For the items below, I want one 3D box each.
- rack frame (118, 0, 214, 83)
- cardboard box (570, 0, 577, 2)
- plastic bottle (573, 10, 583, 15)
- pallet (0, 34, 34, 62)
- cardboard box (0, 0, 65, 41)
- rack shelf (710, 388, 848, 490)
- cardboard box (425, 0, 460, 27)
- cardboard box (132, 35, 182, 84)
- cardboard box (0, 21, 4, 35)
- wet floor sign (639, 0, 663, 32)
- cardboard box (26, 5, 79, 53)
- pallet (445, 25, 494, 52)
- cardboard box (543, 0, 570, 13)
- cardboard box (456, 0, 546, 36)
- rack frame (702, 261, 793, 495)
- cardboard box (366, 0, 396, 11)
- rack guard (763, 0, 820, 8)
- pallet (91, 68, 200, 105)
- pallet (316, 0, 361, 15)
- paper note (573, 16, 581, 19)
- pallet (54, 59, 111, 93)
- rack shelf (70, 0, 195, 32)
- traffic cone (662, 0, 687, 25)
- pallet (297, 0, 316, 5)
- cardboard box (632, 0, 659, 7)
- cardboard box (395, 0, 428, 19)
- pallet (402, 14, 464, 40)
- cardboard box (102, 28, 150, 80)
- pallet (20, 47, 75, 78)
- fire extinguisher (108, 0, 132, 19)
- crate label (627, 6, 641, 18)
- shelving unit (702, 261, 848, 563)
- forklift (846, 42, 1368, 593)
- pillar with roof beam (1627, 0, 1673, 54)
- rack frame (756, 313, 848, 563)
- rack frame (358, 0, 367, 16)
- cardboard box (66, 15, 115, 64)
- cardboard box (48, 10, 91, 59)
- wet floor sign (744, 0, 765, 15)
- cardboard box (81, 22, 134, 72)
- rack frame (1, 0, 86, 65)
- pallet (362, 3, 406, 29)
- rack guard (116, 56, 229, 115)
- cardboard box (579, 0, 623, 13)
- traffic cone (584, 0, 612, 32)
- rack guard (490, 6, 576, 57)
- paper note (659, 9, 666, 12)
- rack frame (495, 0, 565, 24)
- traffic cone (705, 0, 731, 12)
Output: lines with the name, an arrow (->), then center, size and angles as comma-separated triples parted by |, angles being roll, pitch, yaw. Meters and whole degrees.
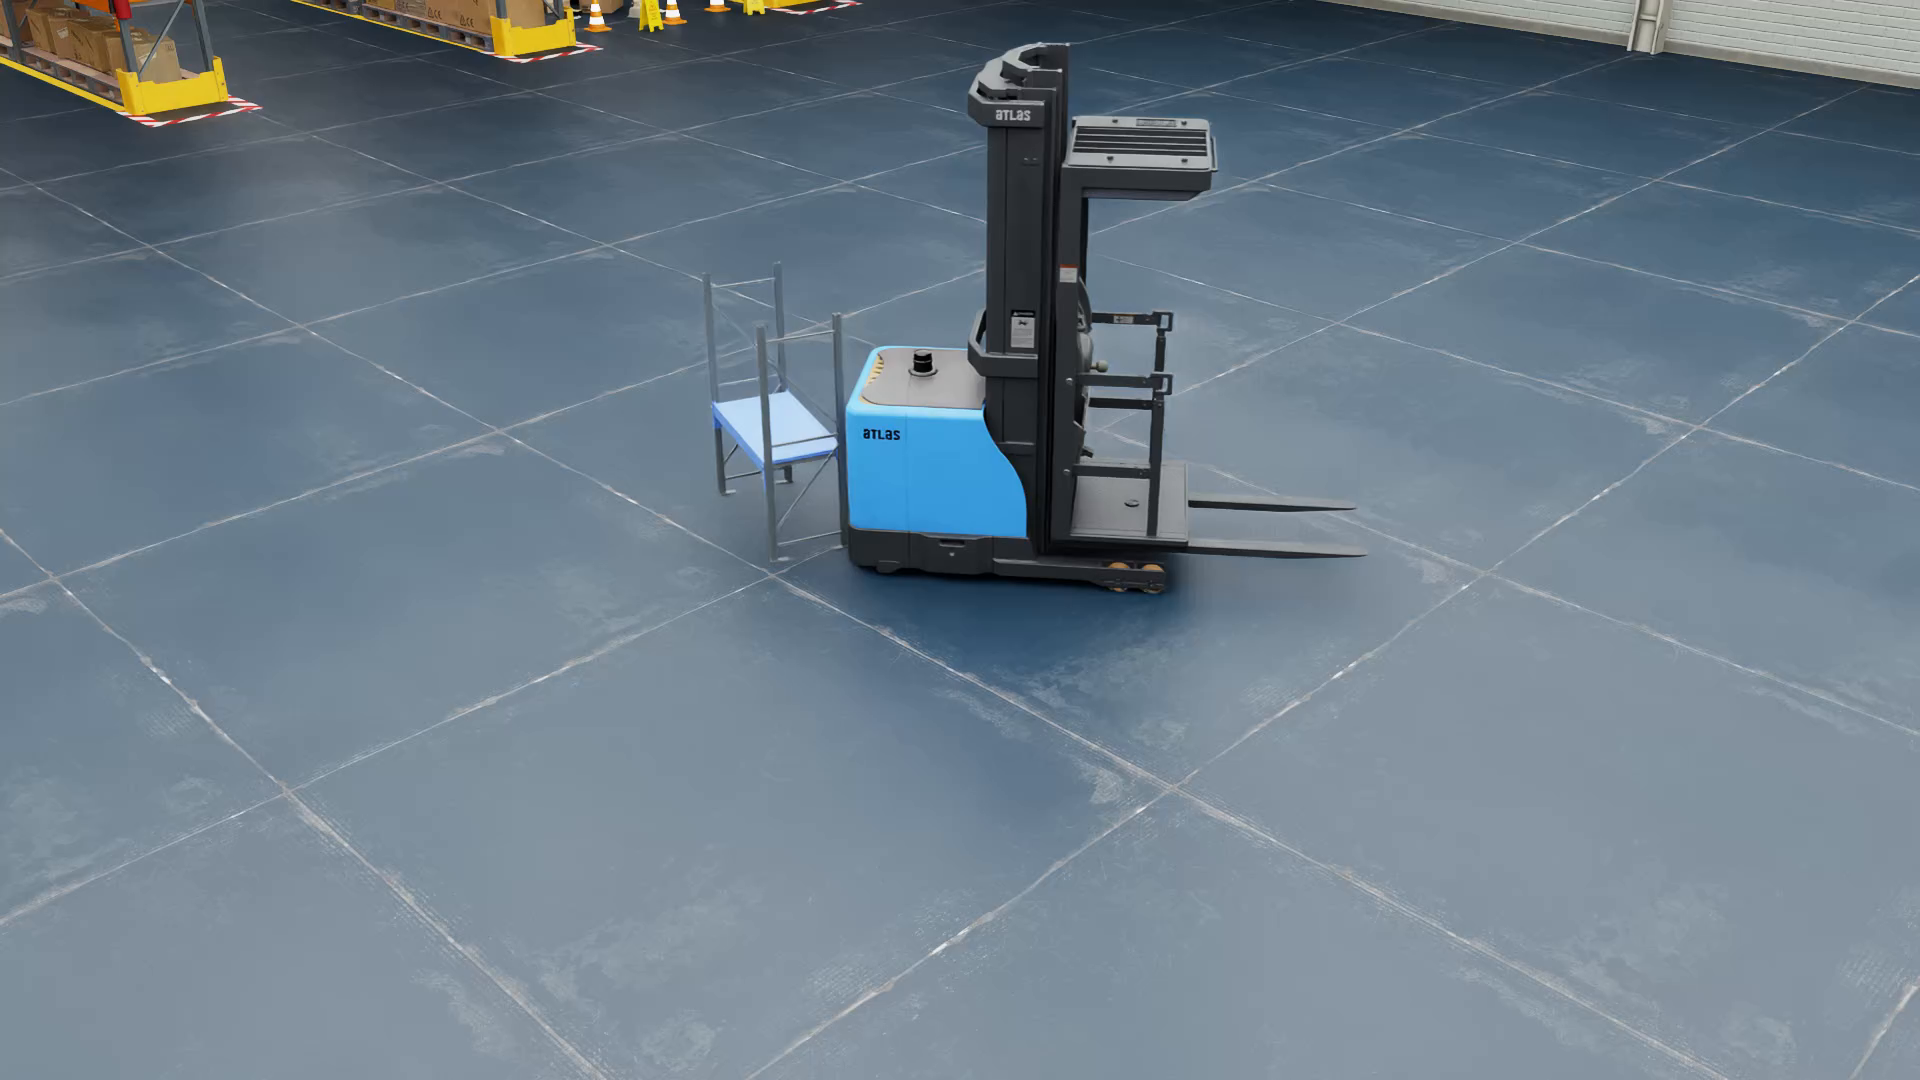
rack frame -> -9.529, -6.627, 19.630 | 0.127, 3.000, 1.000 | 25, 36, 38
cardboard box -> -6.281, -8.906, 26.502 | 0.503, 0.637, 0.797 | 25, 36, 38
plastic bottle -> -5.982, -8.156, 25.695 | 0.283, 0.061, 0.133 | 12, 30, 22
pallet -> -12.937, -6.952, 23.244 | 1.213, 0.211, 1.003 | 25, 36, 38
cardboard box -> -12.804, -7.228, 22.987 | 0.500, 0.500, 0.700 | 21, 34, 35
rack shelf -> -1.125, -0.635, 10.232 | 0.538, 0.185, 1.000 | -12, 30, -22
cardboard box -> -7.138, -7.971, 24.019 | 0.875, 0.875, 0.875 | 24, 36, 38
cardboard box -> -9.962, -5.916, 20.513 | 0.500, 0.500, 0.500 | -18, 33, -30
cardboard box -> -13.131, -7.390, 23.294 | 0.500, 0.500, 0.700 | 24, 36, 38
wet floor sign -> -4.570, -7.846, 24.478 | 0.232, 0.644, 0.267 | 18, 33, 30
cardboard box -> -12.124, -6.868, 22.323 | 0.500, 0.500, 0.500 | 23, 36, 37
pallet -> -6.604, -7.241, 23.794 | 1.213, 0.211, 1.003 | 25, 36, 38
cardboard box -> -6.315, -8.386, 25.912 | 0.396, 0.266, 0.258 | -18, 33, -31
cardboard box -> -6.509, -7.685, 23.474 | 0.875, 0.875, 0.875 | 25, 37, 39
rack frame -> -1.339, -1.008, 10.556 | 0.500, 1.500, 0.032 | -12, 30, -22
cardboard box -> -8.432, -8.562, 25.143 | 0.875, 0.875, 0.875 | -25, 36, -38
rack guard -> -2.635, -8.834, 26.514 | 0.348, 0.500, 1.175 | 25, 36, 38
pallet -> -10.137, -5.695, 20.853 | 1.213, 0.211, 1.003 | 25, 36, 38
pallet -> -9.434, -8.538, 26.261 | 1.213, 0.211, 1.003 | 25, 36, 38
paper note -> -5.877, -7.987, 25.408 | 0.144, 0.017, 0.142 | -13, 30, -22
pallet -> -11.003, -6.093, 21.610 | 1.213, 0.211, 1.003 | 25, 36, 38
rack shelf -> -10.955, -6.961, 21.039 | 4.000, 0.370, 1.077 | 25, 36, 38
traffic cone -> -4.328, -8.026, 25.017 | 0.334, 0.463, 0.336 | 25, 36, 38
pallet -> -10.309, -8.936, 27.018 | 1.213, 0.211, 1.003 | 25, 36, 38
cardboard box -> -4.931, -8.411, 26.087 | 0.380, 0.149, 0.250 | -7, 29, -14
cardboard box -> -7.787, -8.270, 24.586 | 0.875, 0.875, 0.875 | 25, 37, 39
pallet -> -7.470, -7.639, 24.551 | 1.213, 0.211, 1.003 | 25, 36, 38
cardboard box -> -10.412, -6.100, 20.862 | 0.500, 0.500, 0.500 | -15, 31, -27
pallet -> -11.877, -6.491, 22.367 | 1.213, 0.211, 1.003 | 25, 36, 38
fire extinguisher -> -9.770, -6.403, 19.287 | 0.183, 0.674, 0.296 | 25, 36, 38
crate label -> -4.932, -8.118, 25.541 | 0.298, 0.136, 0.250 | 7, 29, 13
shelving unit -> -1.125, -0.794, 10.148 | 0.538, 1.500, 1.048 | -12, 30, -22
forklift -> 0.891, -1.249, 9.477 | 3.031, 2.935, 1.130 | 3, 28, 6
pillar with roof beam -> 6.571, -9.402, 18.461 | 0.400, 9.000, 9.100 | 25, 36, 38
rack frame -> -0.910, -0.579, 9.740 | 0.500, 1.500, 0.032 | -12, 30, -22
rack frame -> -8.831, -9.545, 25.180 | 0.127, 3.000, 1.000 | 25, 36, 38
cardboard box -> -11.212, -6.507, 21.637 | 0.500, 0.500, 0.500 | 21, 34, 34
cardboard box -> -11.710, -6.684, 21.973 | 0.500, 0.500, 0.500 | -13, 31, -24
wet floor sign -> -3.195, -8.457, 25.640 | 0.267, 0.644, 0.232 | -13, 30, -22
cardboard box -> -10.846, -6.310, 21.262 | 0.500, 0.500, 0.500 | -21, 34, -35
rack frame -> -12.381, -7.932, 22.113 | 0.127, 3.000, 1.000 | 25, 36, 38
pallet -> -8.344, -8.037, 25.308 | 1.213, 0.211, 1.003 | 25, 36, 38
rack guard -> -9.583, -5.546, 20.259 | 0.348, 0.500, 1.175 | 25, 36, 38
cardboard box -> -5.608, -8.544, 25.958 | 0.637, 0.503, 0.797 | 2, 28, 4
traffic cone -> -5.362, -7.762, 24.514 | 0.334, 0.463, 0.336 | 25, 36, 38
rack guard -> -5.962, -7.126, 23.265 | 0.348, 0.500, 1.175 | 25, 36, 38
paper note -> -4.650, -8.250, 25.906 | 0.142, 0.019, 0.148 | 12, 30, 22
rack frame -> -5.979, -8.240, 22.698 | 0.127, 3.000, 1.000 | 25, 36, 38
traffic cone -> -3.792, -8.505, 25.928 | 0.334, 0.463, 0.336 | 25, 36, 38
